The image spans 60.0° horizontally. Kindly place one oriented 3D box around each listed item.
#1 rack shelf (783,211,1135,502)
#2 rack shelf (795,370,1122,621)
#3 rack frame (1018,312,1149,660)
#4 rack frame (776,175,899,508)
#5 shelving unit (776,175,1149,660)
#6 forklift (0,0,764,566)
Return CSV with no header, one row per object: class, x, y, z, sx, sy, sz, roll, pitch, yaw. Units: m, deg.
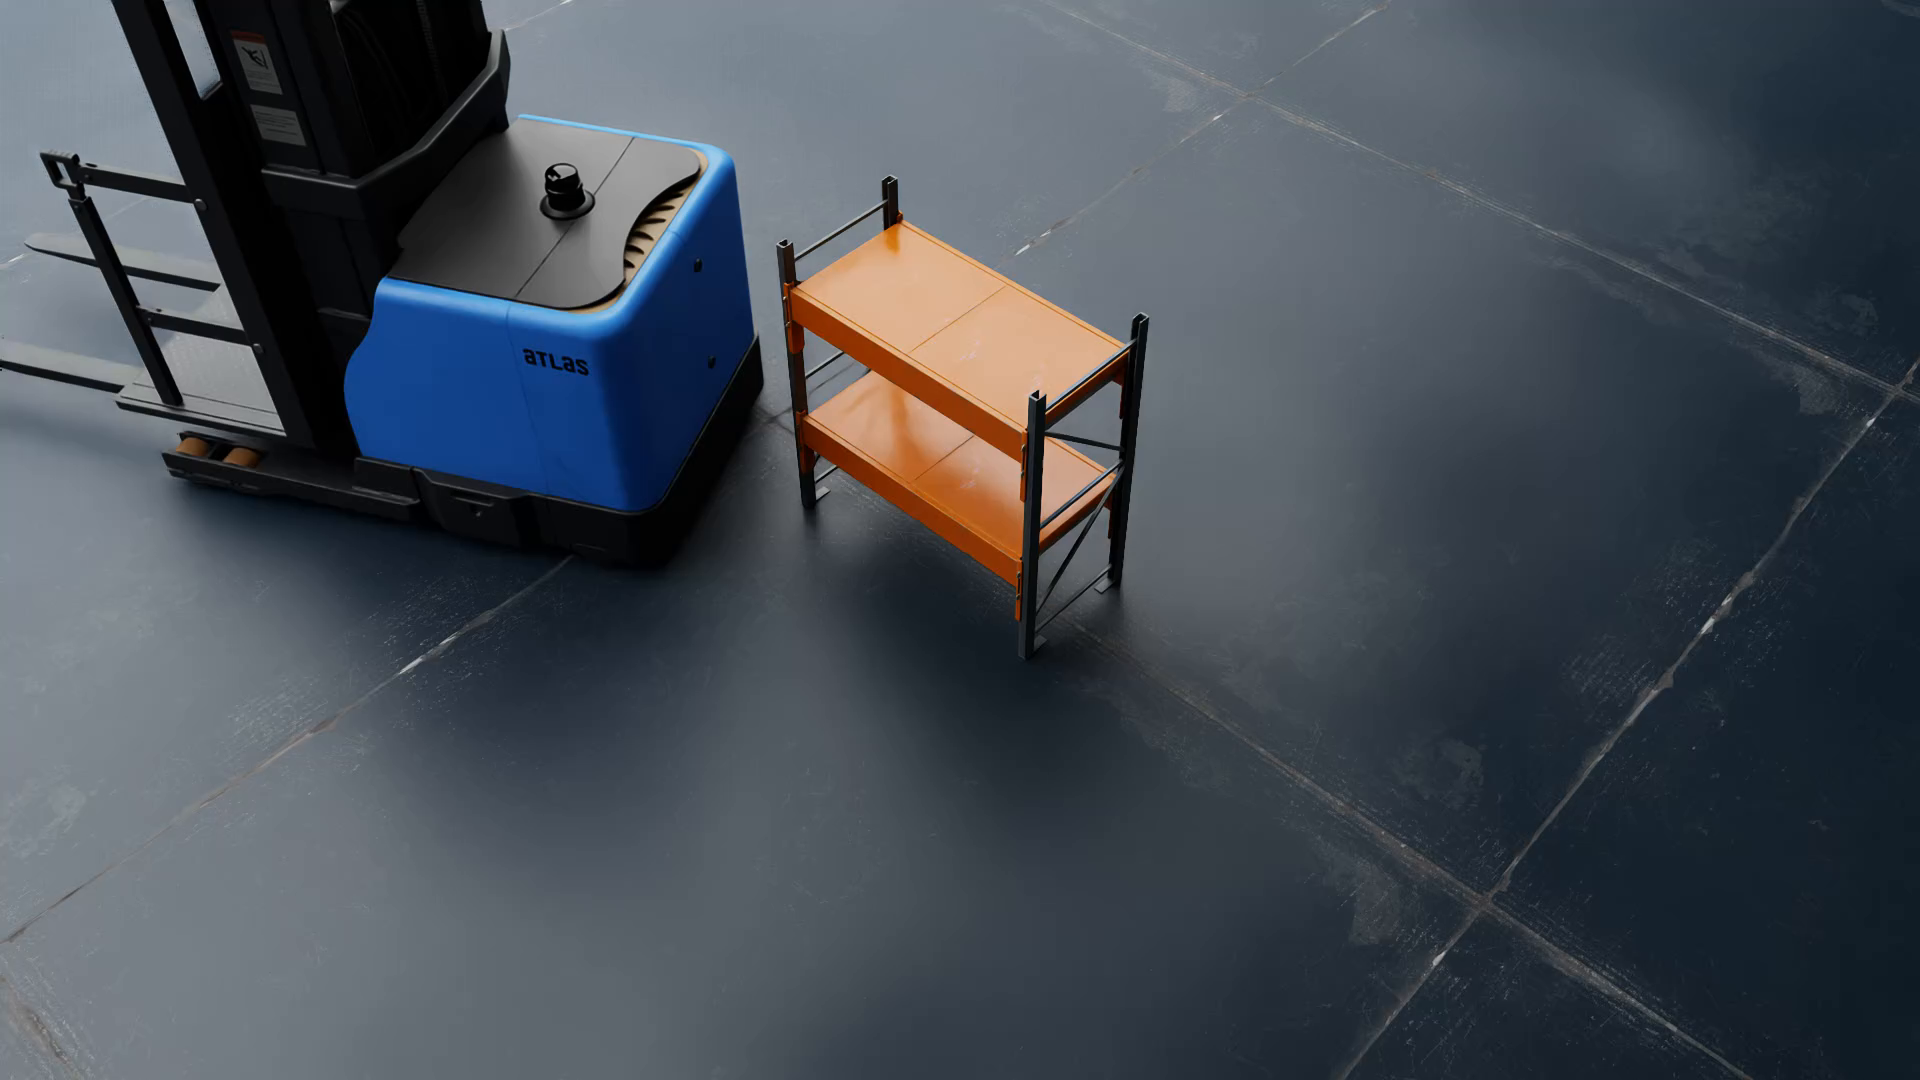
rack shelf,-0.005,-0.589,5.130,1.000,0.278,0.538,34,55,28
rack shelf,-0.005,-0.221,5.521,1.000,0.278,0.538,34,55,28
rack frame,0.369,-0.137,5.107,0.032,1.125,0.500,34,55,28
rack frame,-0.379,-0.640,5.579,0.032,1.125,0.500,34,55,28
shelving unit,-0.005,-0.388,5.343,1.048,1.125,0.538,34,55,28
forklift,-2.306,-1.524,5.170,3.031,2.935,1.130,12,48,11
